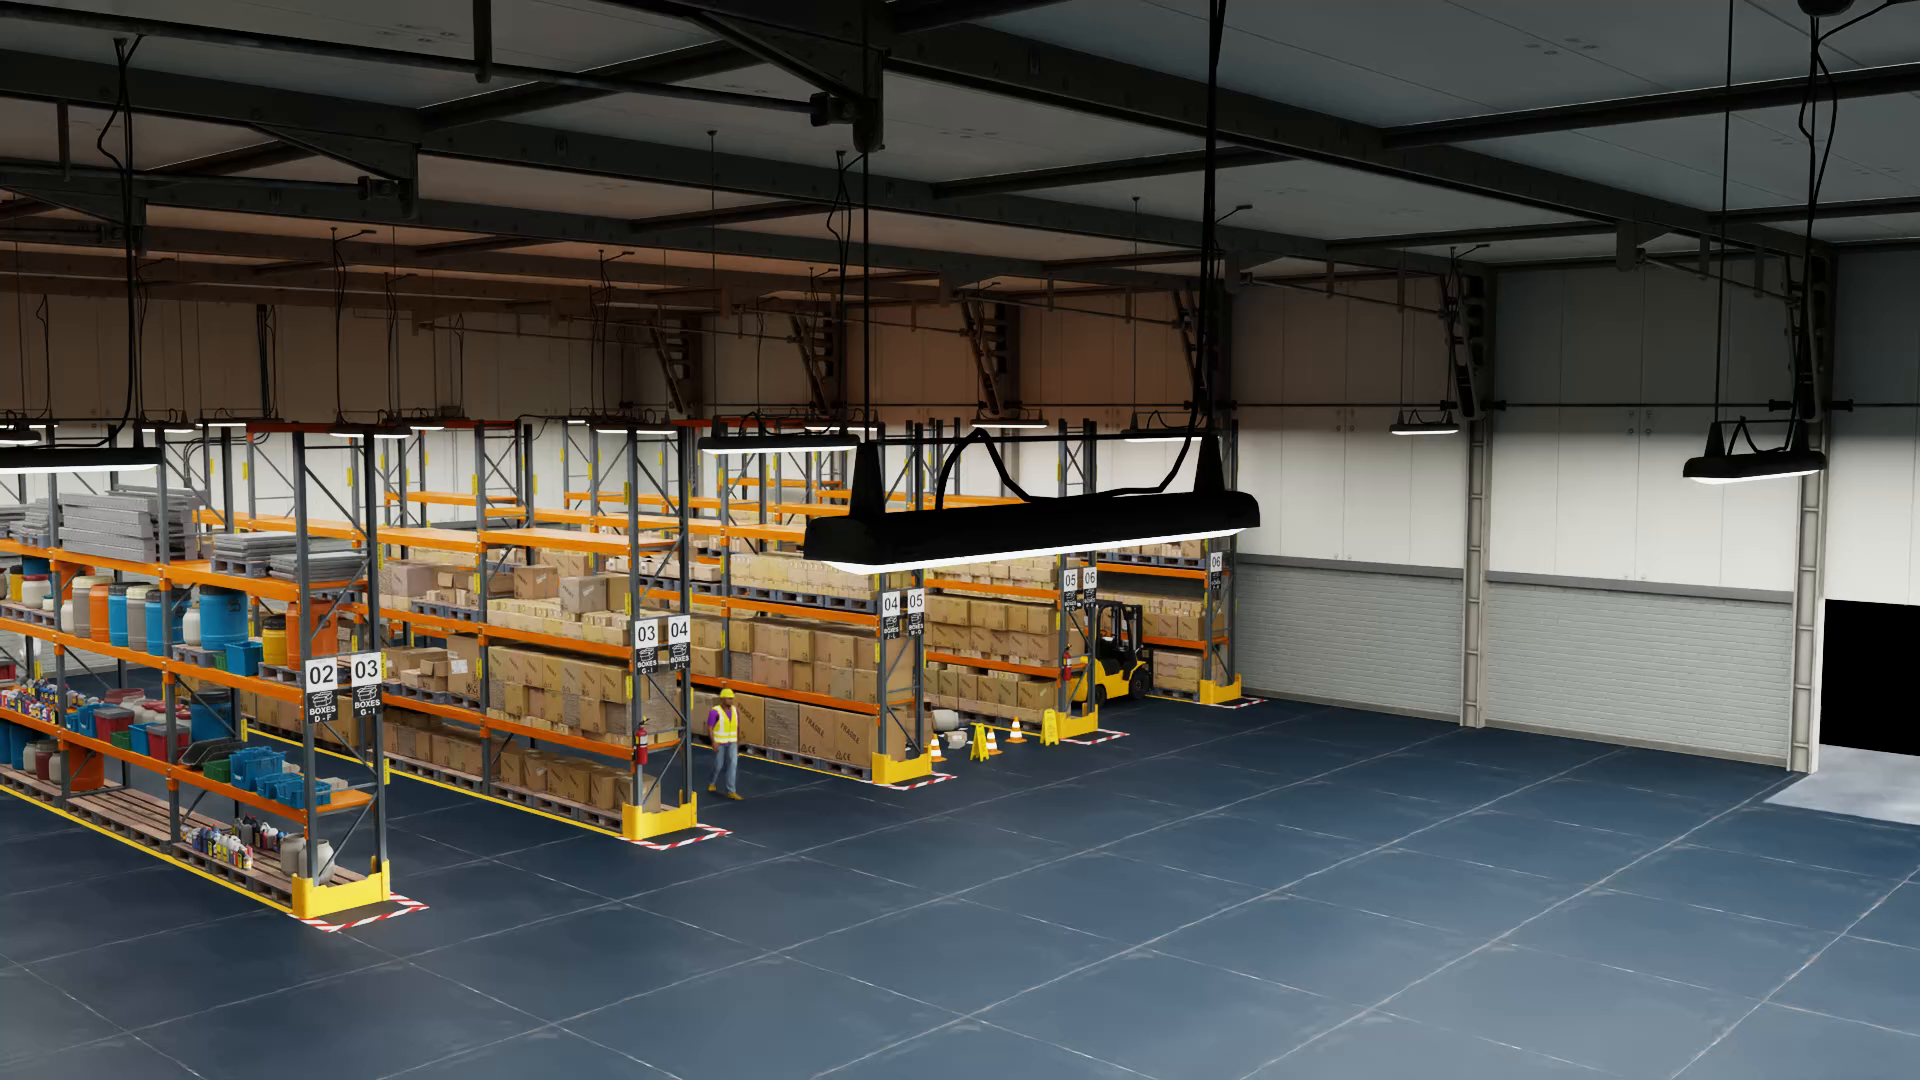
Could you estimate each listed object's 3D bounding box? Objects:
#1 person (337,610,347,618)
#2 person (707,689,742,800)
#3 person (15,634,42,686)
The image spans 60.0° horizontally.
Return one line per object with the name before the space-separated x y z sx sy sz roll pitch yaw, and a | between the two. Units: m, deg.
person | -14.073 2.366 37.839 0.511 1.725 0.930 -3 5 -29
person | -3.768 3.275 26.842 0.677 1.738 0.846 -4 6 -43
person | -20.220 2.491 36.077 0.677 1.759 0.548 -1 5 -7
